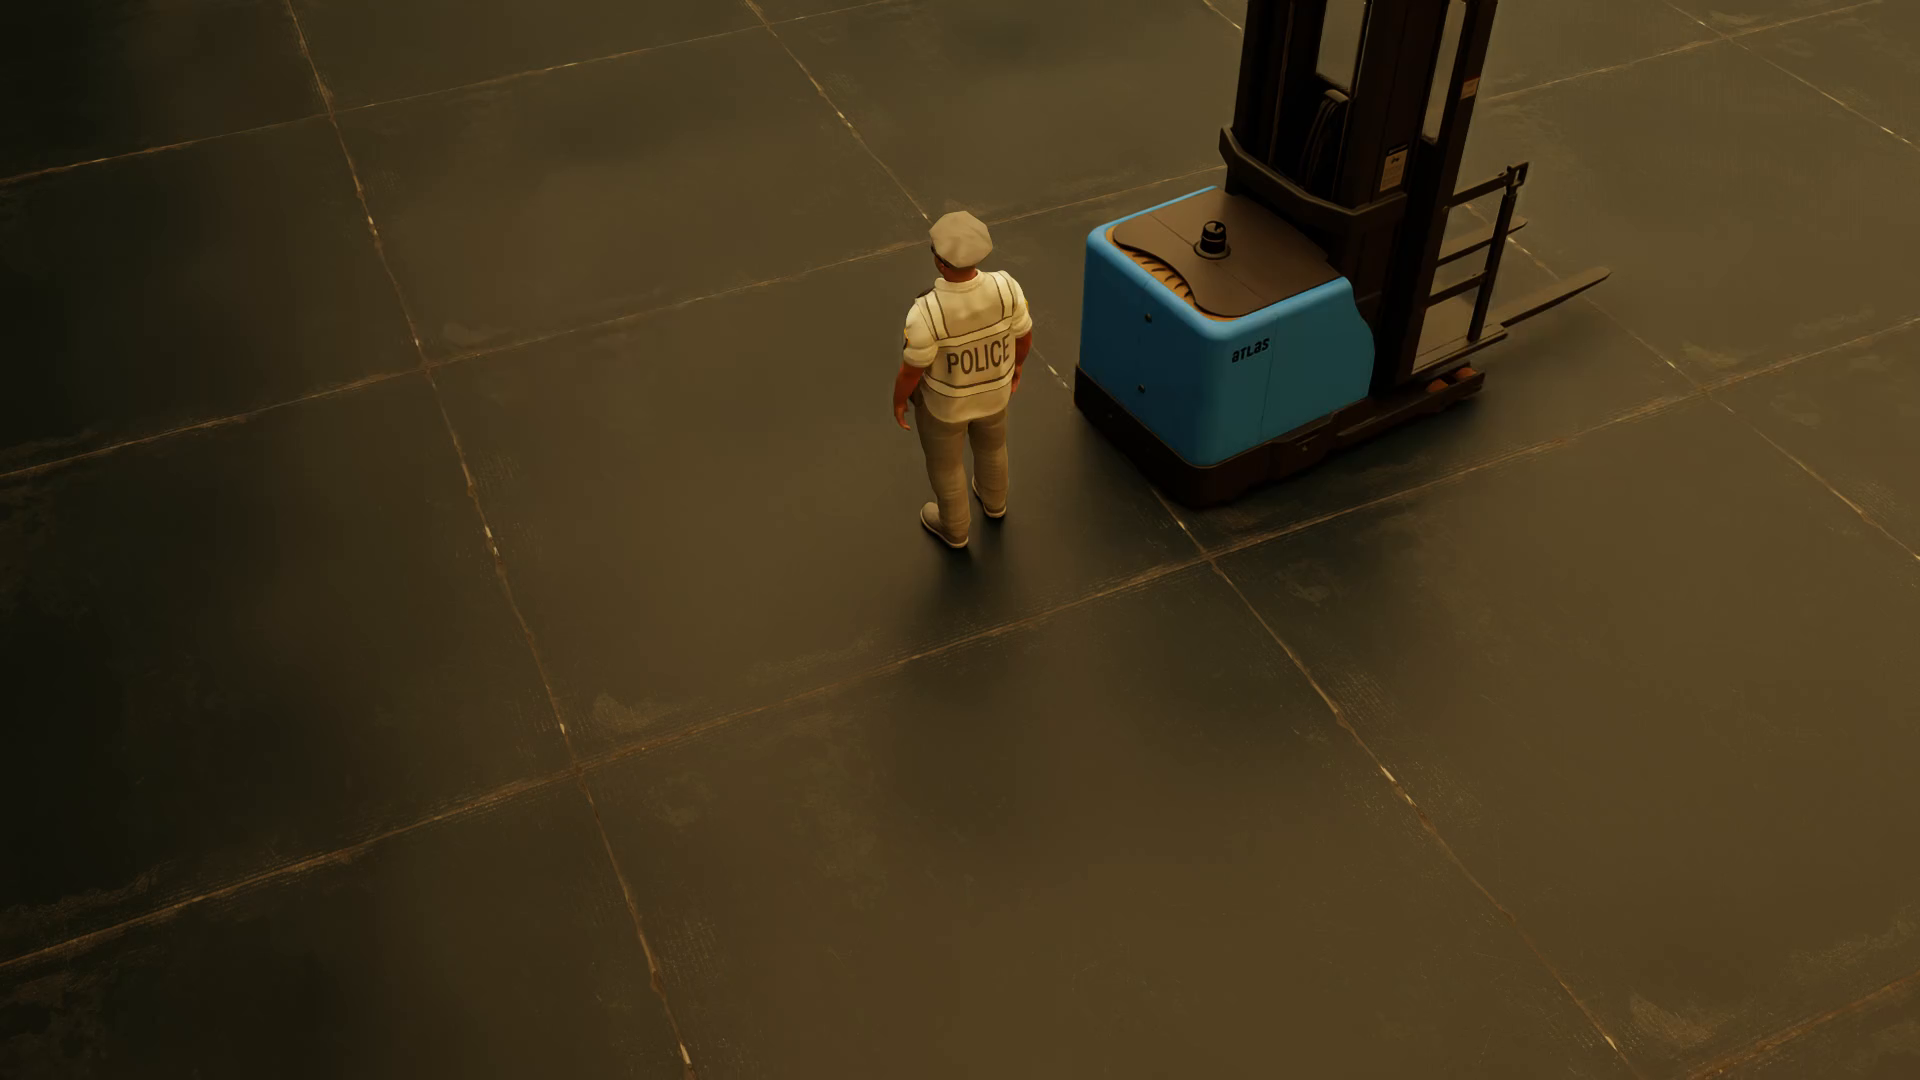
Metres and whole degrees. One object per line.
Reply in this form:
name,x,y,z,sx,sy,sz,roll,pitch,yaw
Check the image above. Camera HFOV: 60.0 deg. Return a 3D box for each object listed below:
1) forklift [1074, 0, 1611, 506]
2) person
forklift,2.099,-2.007,7.831,3.031,2.935,1.130,-24,48,-23
person,-0.023,-0.709,7.270,0.641,1.781,0.574,-18,46,-18
